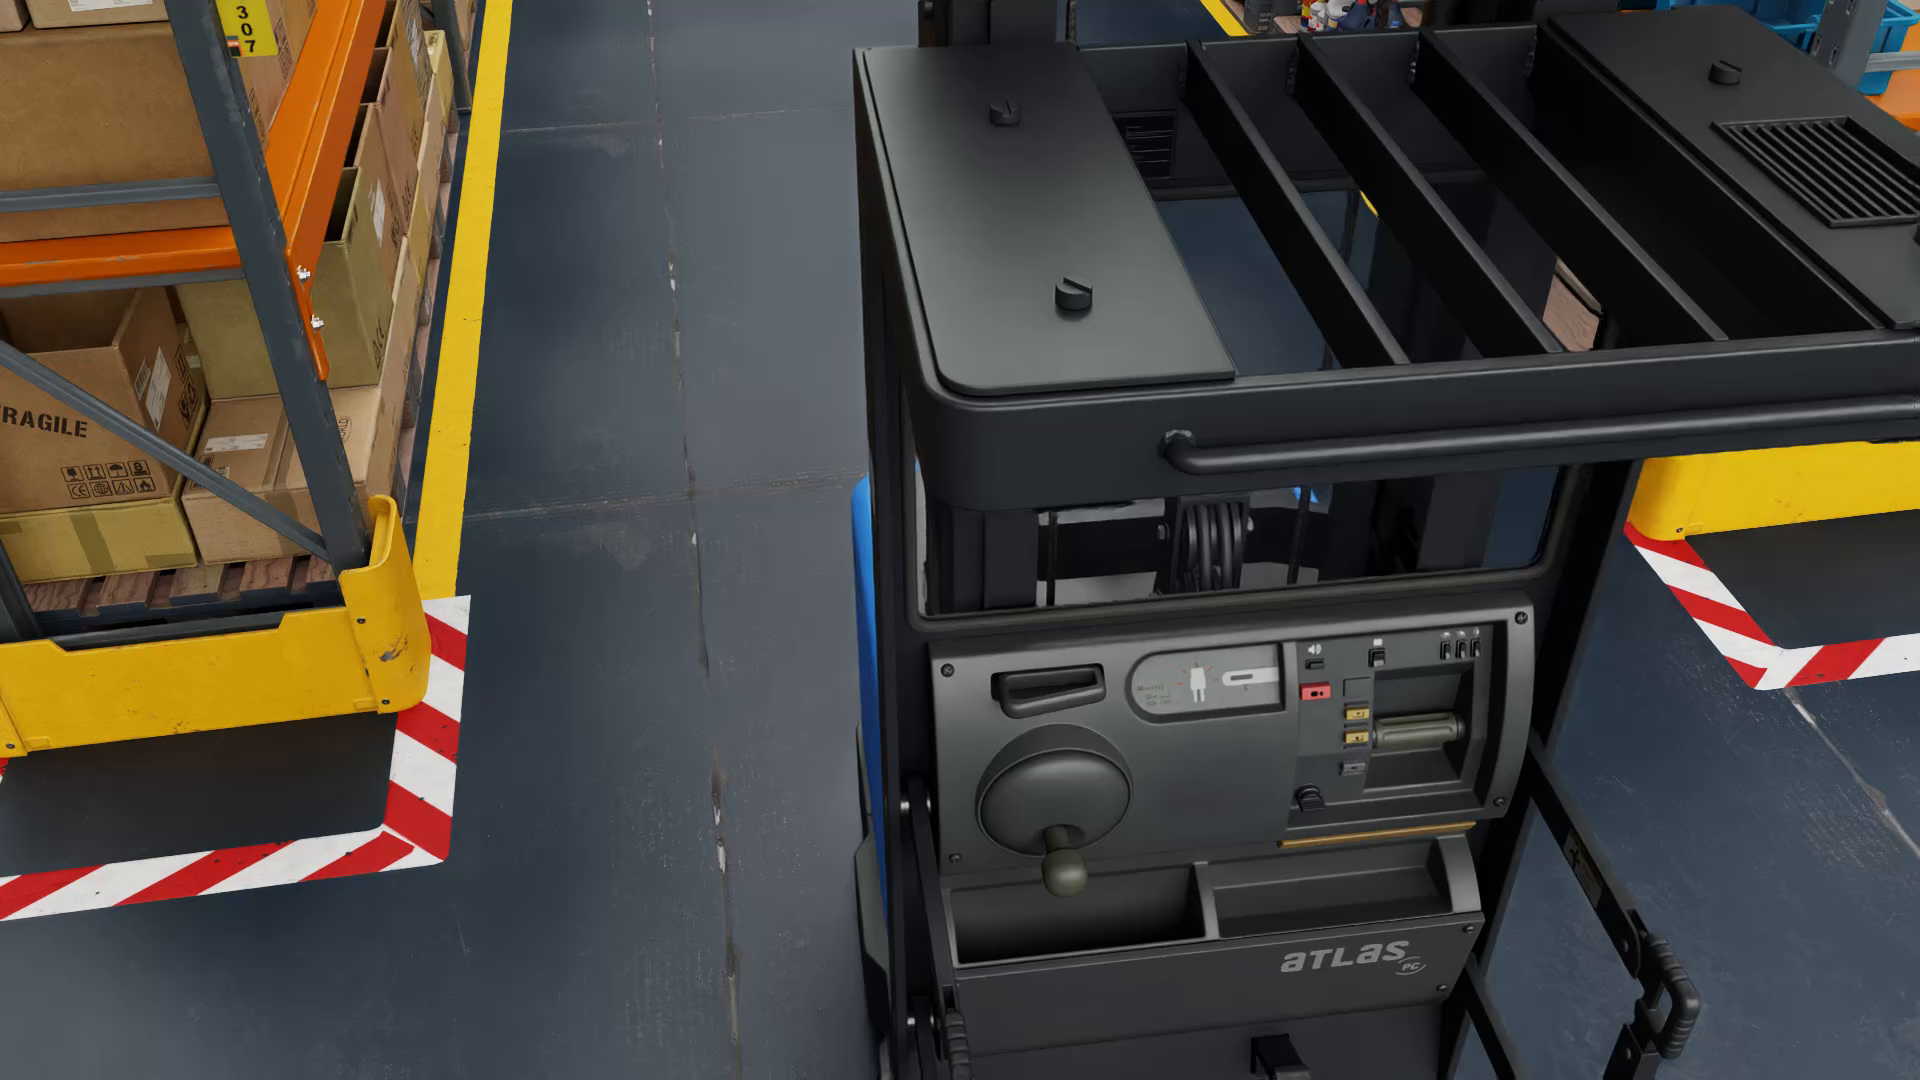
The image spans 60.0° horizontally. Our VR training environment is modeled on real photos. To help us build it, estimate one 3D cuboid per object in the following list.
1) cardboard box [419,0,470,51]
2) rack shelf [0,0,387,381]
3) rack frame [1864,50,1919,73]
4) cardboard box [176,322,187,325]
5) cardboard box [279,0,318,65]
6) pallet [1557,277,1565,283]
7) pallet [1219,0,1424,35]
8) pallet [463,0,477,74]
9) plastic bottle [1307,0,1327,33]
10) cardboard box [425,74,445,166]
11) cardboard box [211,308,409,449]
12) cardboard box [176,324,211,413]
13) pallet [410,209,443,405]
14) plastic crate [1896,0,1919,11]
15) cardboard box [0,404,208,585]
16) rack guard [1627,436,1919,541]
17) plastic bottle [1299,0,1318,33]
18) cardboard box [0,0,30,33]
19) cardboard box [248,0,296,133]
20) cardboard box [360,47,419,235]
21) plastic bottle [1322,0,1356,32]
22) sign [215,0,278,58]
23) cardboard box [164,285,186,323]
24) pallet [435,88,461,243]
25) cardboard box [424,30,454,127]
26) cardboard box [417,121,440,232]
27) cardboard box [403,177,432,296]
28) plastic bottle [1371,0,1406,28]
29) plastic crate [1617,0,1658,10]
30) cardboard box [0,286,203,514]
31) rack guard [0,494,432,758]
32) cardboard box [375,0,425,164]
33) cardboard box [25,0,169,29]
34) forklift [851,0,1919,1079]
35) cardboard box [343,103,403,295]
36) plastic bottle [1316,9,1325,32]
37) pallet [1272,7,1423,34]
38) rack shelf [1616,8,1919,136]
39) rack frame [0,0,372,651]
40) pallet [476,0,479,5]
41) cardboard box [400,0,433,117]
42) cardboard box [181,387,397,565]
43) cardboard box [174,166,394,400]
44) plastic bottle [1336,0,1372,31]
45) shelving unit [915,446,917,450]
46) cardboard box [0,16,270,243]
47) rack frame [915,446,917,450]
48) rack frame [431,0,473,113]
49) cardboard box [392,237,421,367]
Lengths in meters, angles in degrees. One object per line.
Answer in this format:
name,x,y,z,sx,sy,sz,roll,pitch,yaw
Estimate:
cardboard box,-2.635,-2.537,7.969,0.500,0.250,0.500,-7,38,-9
rack shelf,-2.458,-1.694,5.572,1.077,0.370,4.000,-6,38,-8
rack frame,2.774,-1.301,4.480,0.949,2.616,0.053,-6,38,-8
cardboard box,-2.681,-0.745,5.663,0.500,0.250,0.500,-6,38,-8
cardboard box,-2.354,-1.711,4.925,0.700,0.500,0.500,-6,38,-8
pallet,2.363,-1.467,6.967,1.003,0.211,1.213,-6,38,-8
pallet,1.893,-3.086,9.050,1.003,0.211,1.213,-6,38,-8
pallet,-2.976,-2.526,8.330,1.003,0.211,1.213,-6,38,-8
plastic bottle,1.711,-2.485,7.926,0.097,0.201,0.097,0,38,0
cardboard box,-2.434,-1.707,6.901,0.500,0.250,0.500,-6,38,-8
cardboard box,-2.073,-0.500,5.348,0.500,0.250,0.500,-6,38,-8
cardboard box,-2.591,-0.443,5.275,0.500,0.250,0.500,-6,38,-8
pallet,-2.493,-0.862,6.188,1.003,0.211,1.213,-6,38,-8
plastic crate,2.930,-1.772,5.301,0.298,0.136,0.250,-6,38,-8
cardboard box,-2.492,-0.143,4.888,0.500,0.250,0.500,-6,38,-8
rack guard,2.711,-0.355,5.299,1.175,0.500,0.348,-6,38,-8
plastic bottle,1.693,-2.574,7.983,0.097,0.271,0.097,0,38,0
cardboard box,-2.362,-1.276,3.838,0.380,0.149,0.250,-7,38,-9
cardboard box,-2.273,-1.410,4.538,0.700,0.500,0.500,-5,38,-7
cardboard box,-2.242,-1.401,5.896,0.500,0.500,0.500,-6,38,-8
plastic bottle,1.777,-2.383,7.734,0.152,0.276,0.135,-5,38,-6
sign,-1.559,-1.200,3.579,0.100,0.325,0.005,-6,38,-8
cardboard box,-2.684,-1.041,5.433,0.500,0.500,0.500,-6,38,-8
pallet,-2.710,-1.601,7.138,1.003,0.211,1.213,-6,38,-8
cardboard box,-2.512,-2.010,7.291,0.500,0.250,0.500,-6,38,-8
cardboard box,-2.332,-1.406,6.514,0.500,0.250,0.500,-6,38,-8
cardboard box,-2.243,-1.105,6.126,0.500,0.250,0.500,-6,38,-8
plastic bottle,1.944,-2.328,7.602,0.144,0.351,0.185,-6,38,-8
plastic crate,2.280,-1.905,5.379,0.499,0.251,0.408,-6,38,-8
cardboard box,-2.494,-0.439,4.657,0.500,0.500,0.500,-6,38,-8
rack guard,-2.103,0.231,4.545,1.175,0.500,0.348,-6,38,-8
cardboard box,-2.344,-1.701,6.283,0.500,0.500,0.500,-6,38,-8
cardboard box,-1.964,-1.326,3.902,0.380,0.149,0.250,-6,38,-8
forklift,1.062,-1.739,4.474,3.137,3.703,8.740,-5,38,-6
cardboard box,-2.172,-1.097,5.505,0.500,0.500,0.500,-6,38,-8
plastic bottle,1.729,-2.423,7.847,0.097,0.201,0.097,0,38,0
pallet,2.146,-2.206,7.917,1.003,0.211,1.213,-6,38,-8
rack shelf,2.420,-2.225,6.255,1.077,0.370,4.000,-6,38,-8
rack frame,-2.107,-0.771,3.797,1.000,3.000,0.127,-6,38,-8
pallet,-3.193,-3.265,9.280,1.003,0.211,1.213,-6,38,-8
cardboard box,-2.436,-2.003,6.671,0.500,0.500,0.500,-6,38,-8
cardboard box,-1.982,-0.198,4.959,0.500,0.250,0.500,-6,38,-8
cardboard box,-2.072,-0.796,5.118,0.500,0.500,0.500,-6,38,-8
plastic bottle,1.802,-2.313,7.582,0.144,0.351,0.185,-5,38,-7
shelving unit,-0.029,-0.574,5.011,0.258,1.200,0.503,-6,38,-8
cardboard box,-2.176,-1.093,4.131,0.700,0.500,0.500,-6,38,-8
rack frame,-0.072,-0.721,5.200,0.240,1.200,0.015,-6,38,-8
rack frame,-2.808,-3.187,6.907,1.000,3.000,0.127,-6,38,-8
cardboard box,-2.160,-0.802,5.736,0.500,0.250,0.500,-6,38,-8
